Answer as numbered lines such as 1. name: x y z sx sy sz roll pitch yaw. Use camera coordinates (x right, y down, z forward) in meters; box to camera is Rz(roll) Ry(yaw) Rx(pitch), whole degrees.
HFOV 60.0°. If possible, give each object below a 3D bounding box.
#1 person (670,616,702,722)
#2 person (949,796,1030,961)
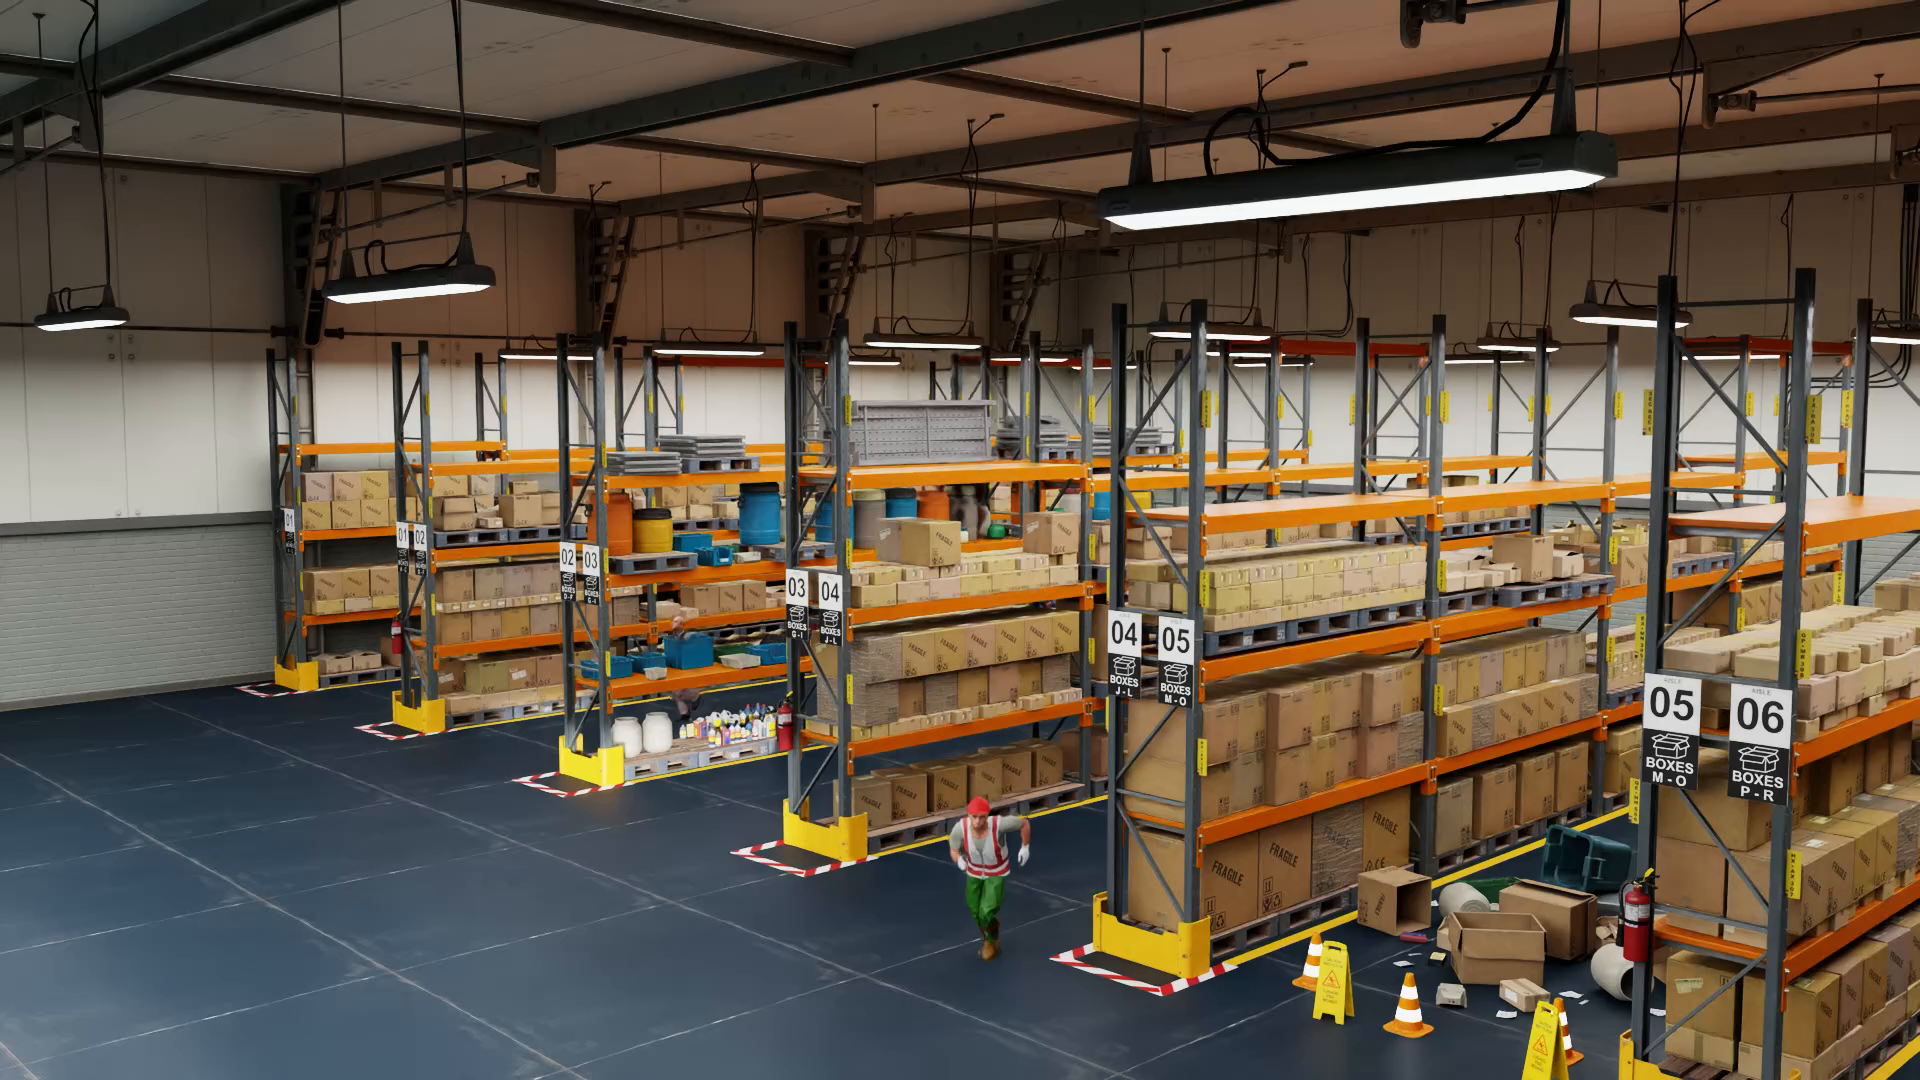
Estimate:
1. person: -4.405 2.050 26.421 0.682 1.688 0.646 4 6 40
2. person: 0.268 3.050 14.986 0.698 1.615 0.933 1 5 14
